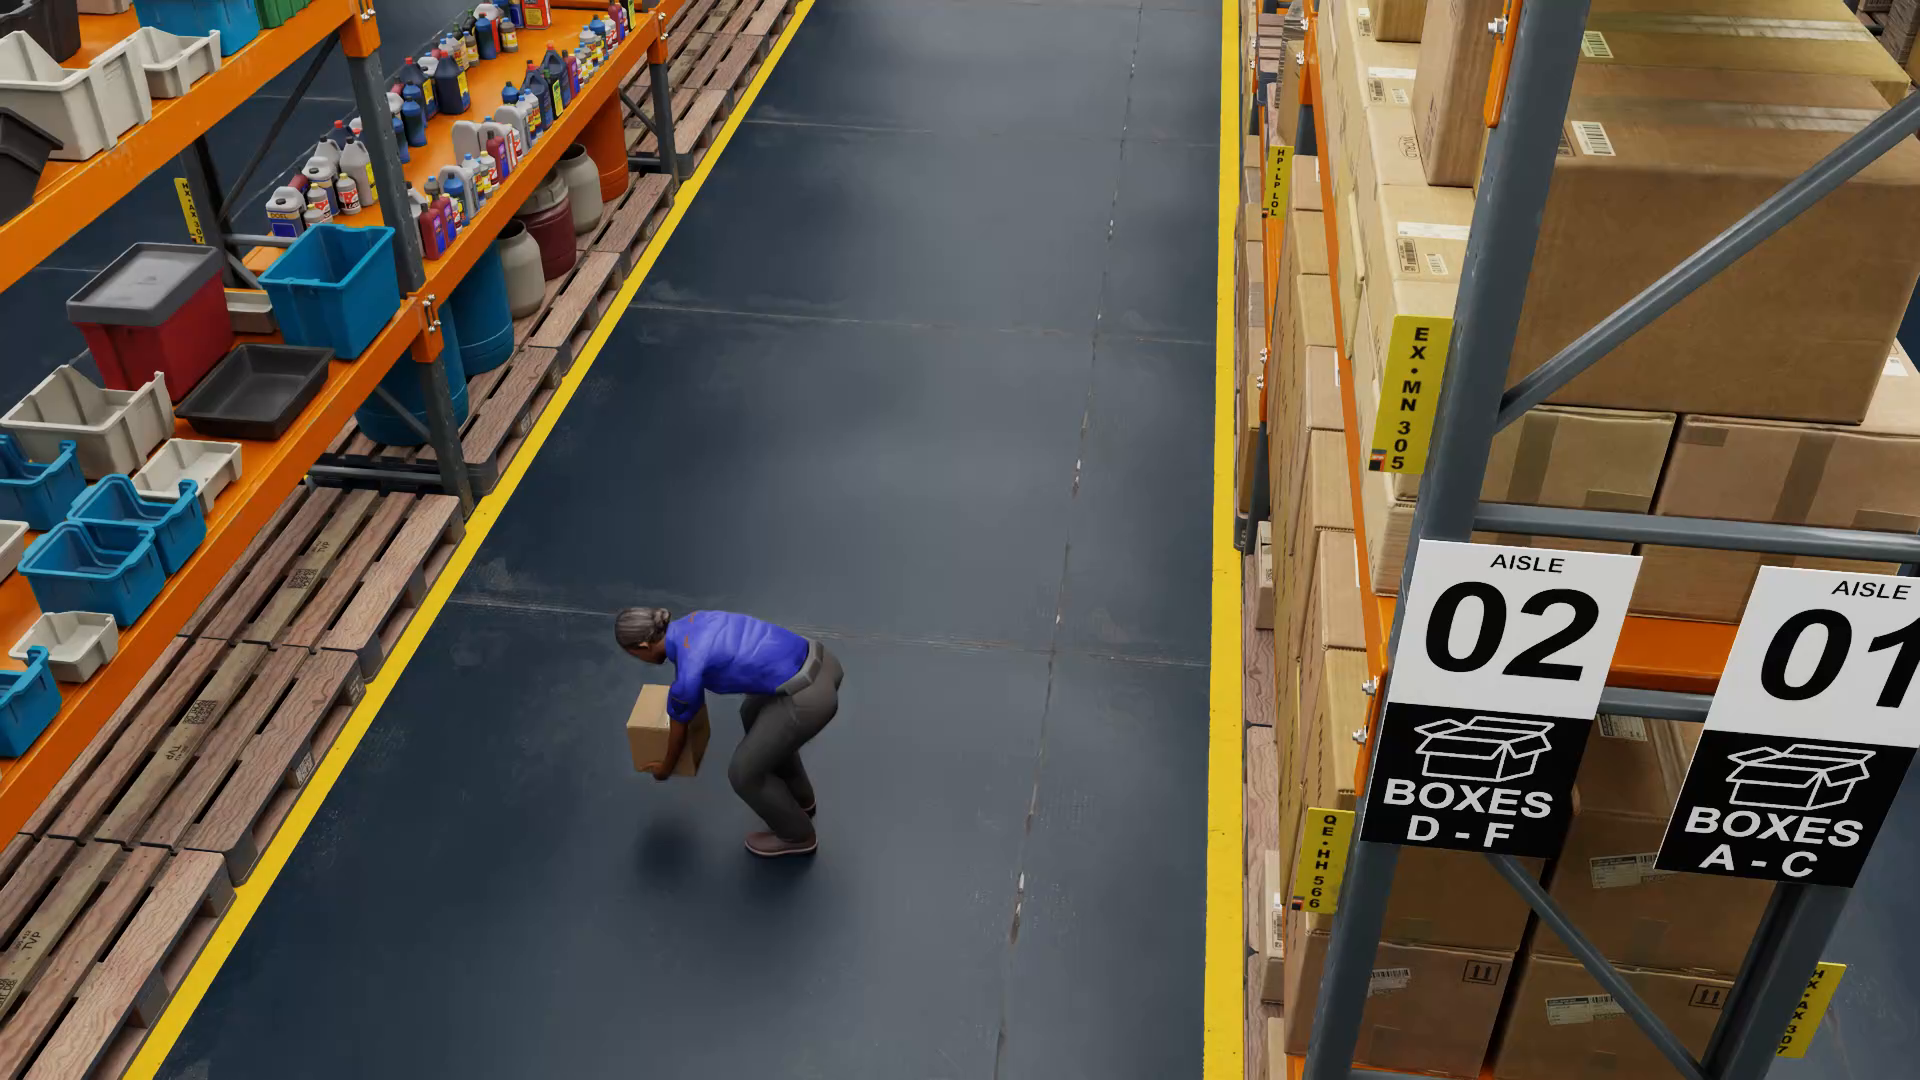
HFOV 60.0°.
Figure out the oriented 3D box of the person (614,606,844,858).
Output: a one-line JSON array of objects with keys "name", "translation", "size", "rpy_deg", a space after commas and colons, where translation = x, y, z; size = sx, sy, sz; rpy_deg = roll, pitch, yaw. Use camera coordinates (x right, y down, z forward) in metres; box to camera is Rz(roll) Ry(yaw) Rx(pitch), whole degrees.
[{"name": "person", "translation": [-0.879, 0.724, 6.530], "size": [0.850, 1.104, 0.443], "rpy_deg": [3, 36, 4]}]
